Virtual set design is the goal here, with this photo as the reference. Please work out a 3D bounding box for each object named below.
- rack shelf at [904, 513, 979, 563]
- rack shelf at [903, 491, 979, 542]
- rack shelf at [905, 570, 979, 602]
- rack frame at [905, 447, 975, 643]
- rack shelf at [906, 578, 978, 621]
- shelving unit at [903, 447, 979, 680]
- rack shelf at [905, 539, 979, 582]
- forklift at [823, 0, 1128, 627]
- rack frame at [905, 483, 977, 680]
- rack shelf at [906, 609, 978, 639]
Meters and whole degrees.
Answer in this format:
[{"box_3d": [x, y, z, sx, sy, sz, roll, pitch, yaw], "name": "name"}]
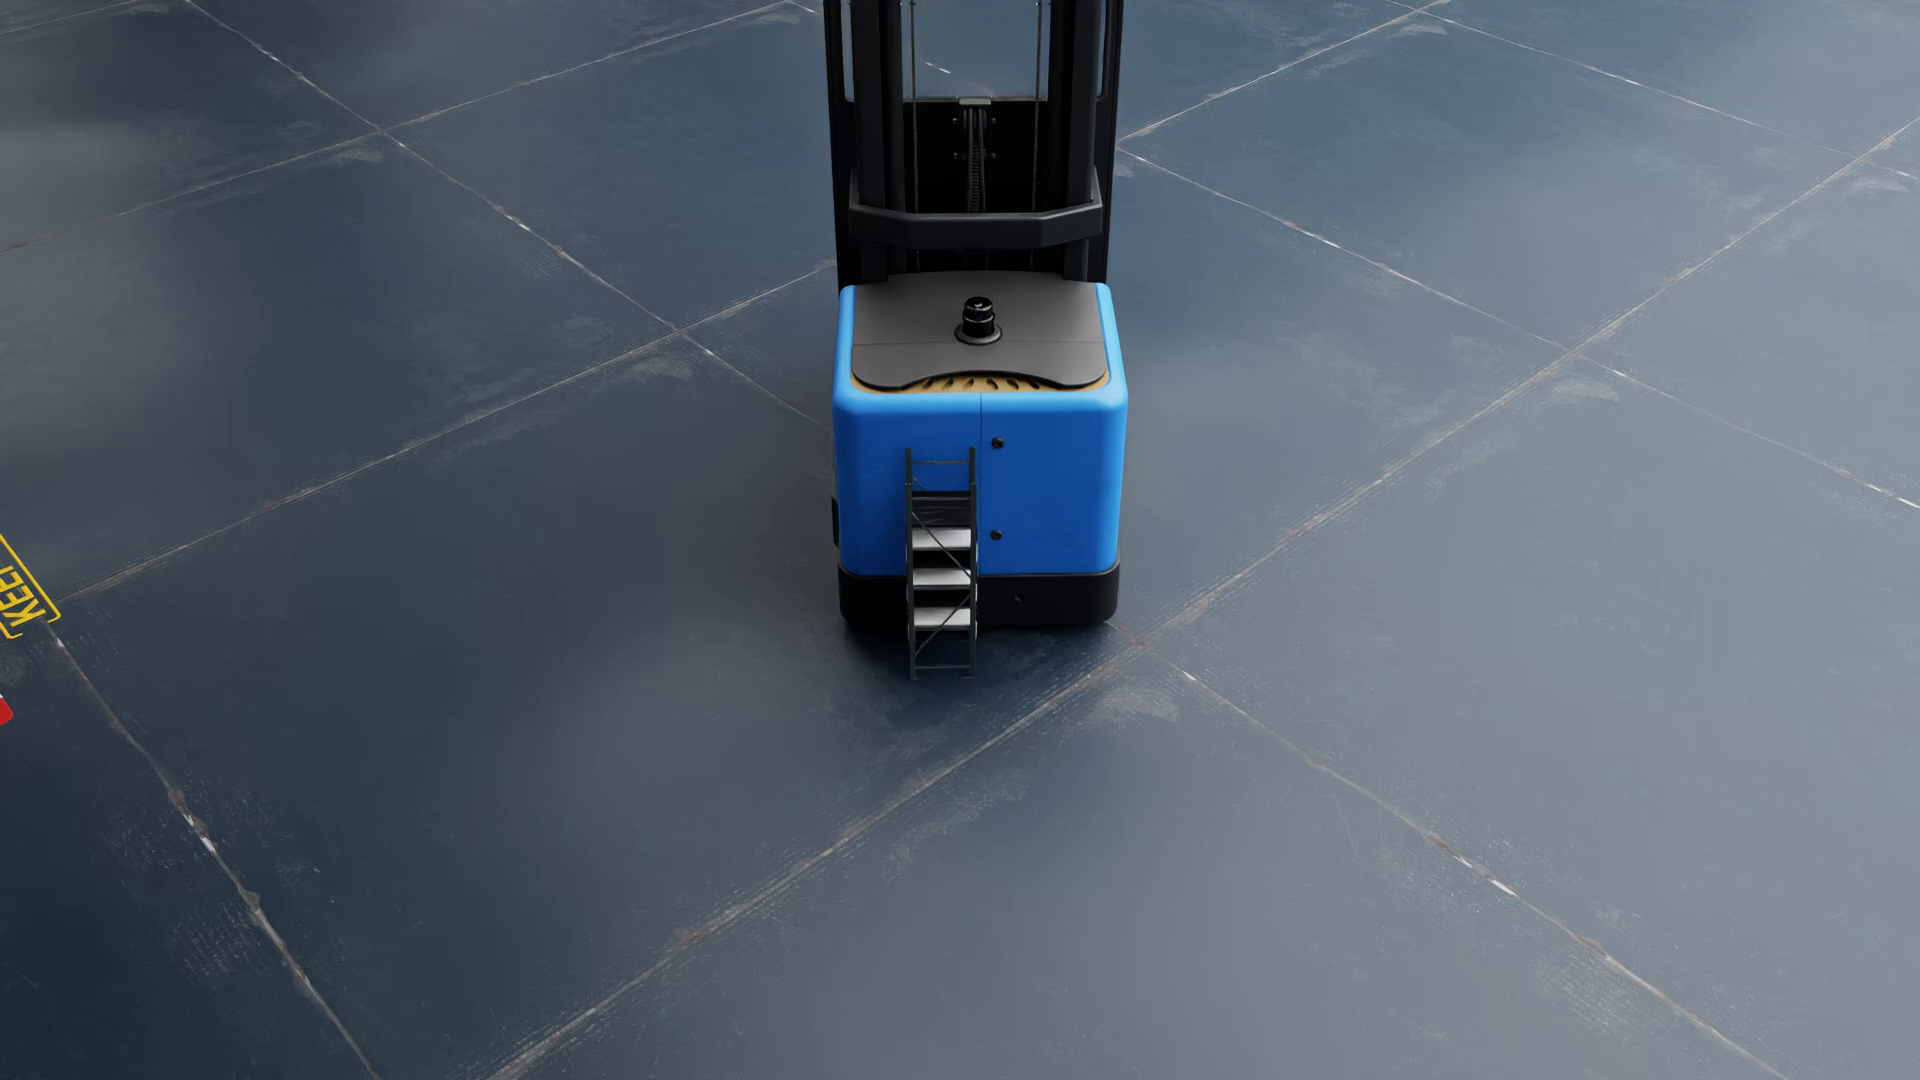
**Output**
[{"box_3d": [-0.066, -0.016, 5.820, 0.258, 0.077, 0.200, -1, 39, -1], "name": "rack shelf"}, {"box_3d": [-0.066, -0.086, 5.763, 0.258, 0.077, 0.200, -1, 39, -1], "name": "rack shelf"}, {"box_3d": [-0.066, 0.124, 5.933, 0.258, 0.077, 0.200, -1, 39, -1], "name": "rack shelf"}, {"box_3d": [-0.068, 0.035, 5.991, 0.240, 0.900, 0.006, -1, 39, -1], "name": "rack frame"}, {"box_3d": [-0.066, 0.194, 5.989, 0.258, 0.077, 0.200, -1, 39, -1], "name": "rack shelf"}, {"box_3d": [-0.066, 0.098, 5.912, 0.258, 0.900, 0.210, -1, 39, -1], "name": "shelving unit"}, {"box_3d": [-0.066, 0.054, 5.876, 0.258, 0.077, 0.200, -1, 39, -1], "name": "rack shelf"}, {"box_3d": [0.043, -1.715, 6.540, 1.130, 2.935, 3.031, -1, 39, -1], "name": "forklift"}, {"box_3d": [-0.064, 0.162, 5.833, 0.240, 0.900, 0.006, -1, 39, -1], "name": "rack frame"}, {"box_3d": [-0.066, 0.264, 6.046, 0.258, 0.077, 0.200, -1, 39, -1], "name": "rack shelf"}]
